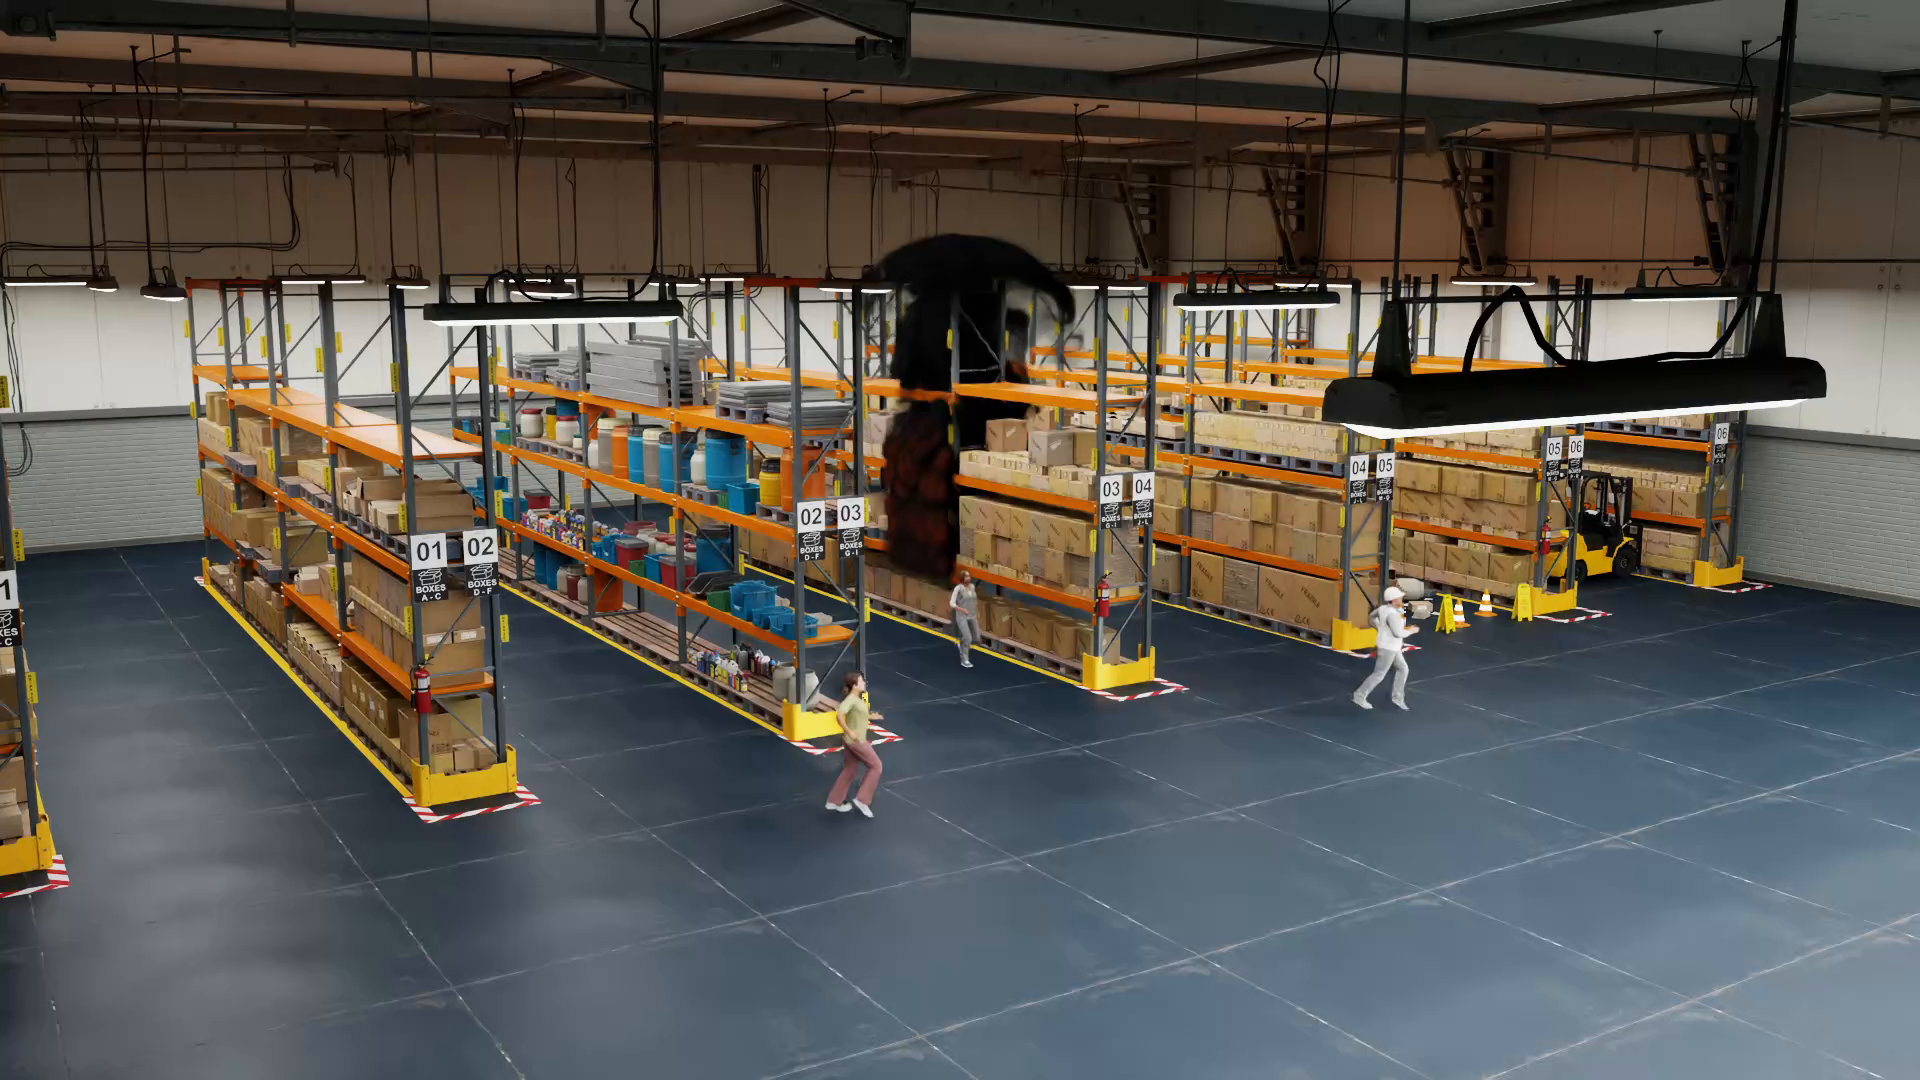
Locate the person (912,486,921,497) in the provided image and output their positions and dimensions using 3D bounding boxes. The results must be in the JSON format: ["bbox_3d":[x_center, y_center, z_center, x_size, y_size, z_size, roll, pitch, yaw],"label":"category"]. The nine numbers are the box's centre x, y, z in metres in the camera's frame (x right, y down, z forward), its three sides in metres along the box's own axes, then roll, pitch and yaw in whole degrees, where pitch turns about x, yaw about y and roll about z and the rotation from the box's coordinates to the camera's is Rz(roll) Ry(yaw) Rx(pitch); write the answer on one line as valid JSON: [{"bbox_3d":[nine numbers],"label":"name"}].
[{"bbox_3d":[-0.994,-1.555,41.999,0.621,1.734,0.675,3,10,17],"label":"person"}]

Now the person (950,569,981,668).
[{"bbox_3d":[0.093,1.224,26.065,0.532,1.550,0.559,-7,12,-35],"label":"person"}]

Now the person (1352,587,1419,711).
[{"bbox_3d":[6.006,1.552,23.486,0.901,1.823,0.663,1,10,6],"label":"person"}]

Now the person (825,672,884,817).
[{"bbox_3d":[-1.209,2.347,19.088,0.700,1.703,0.555,-2,10,-10],"label":"person"}]
